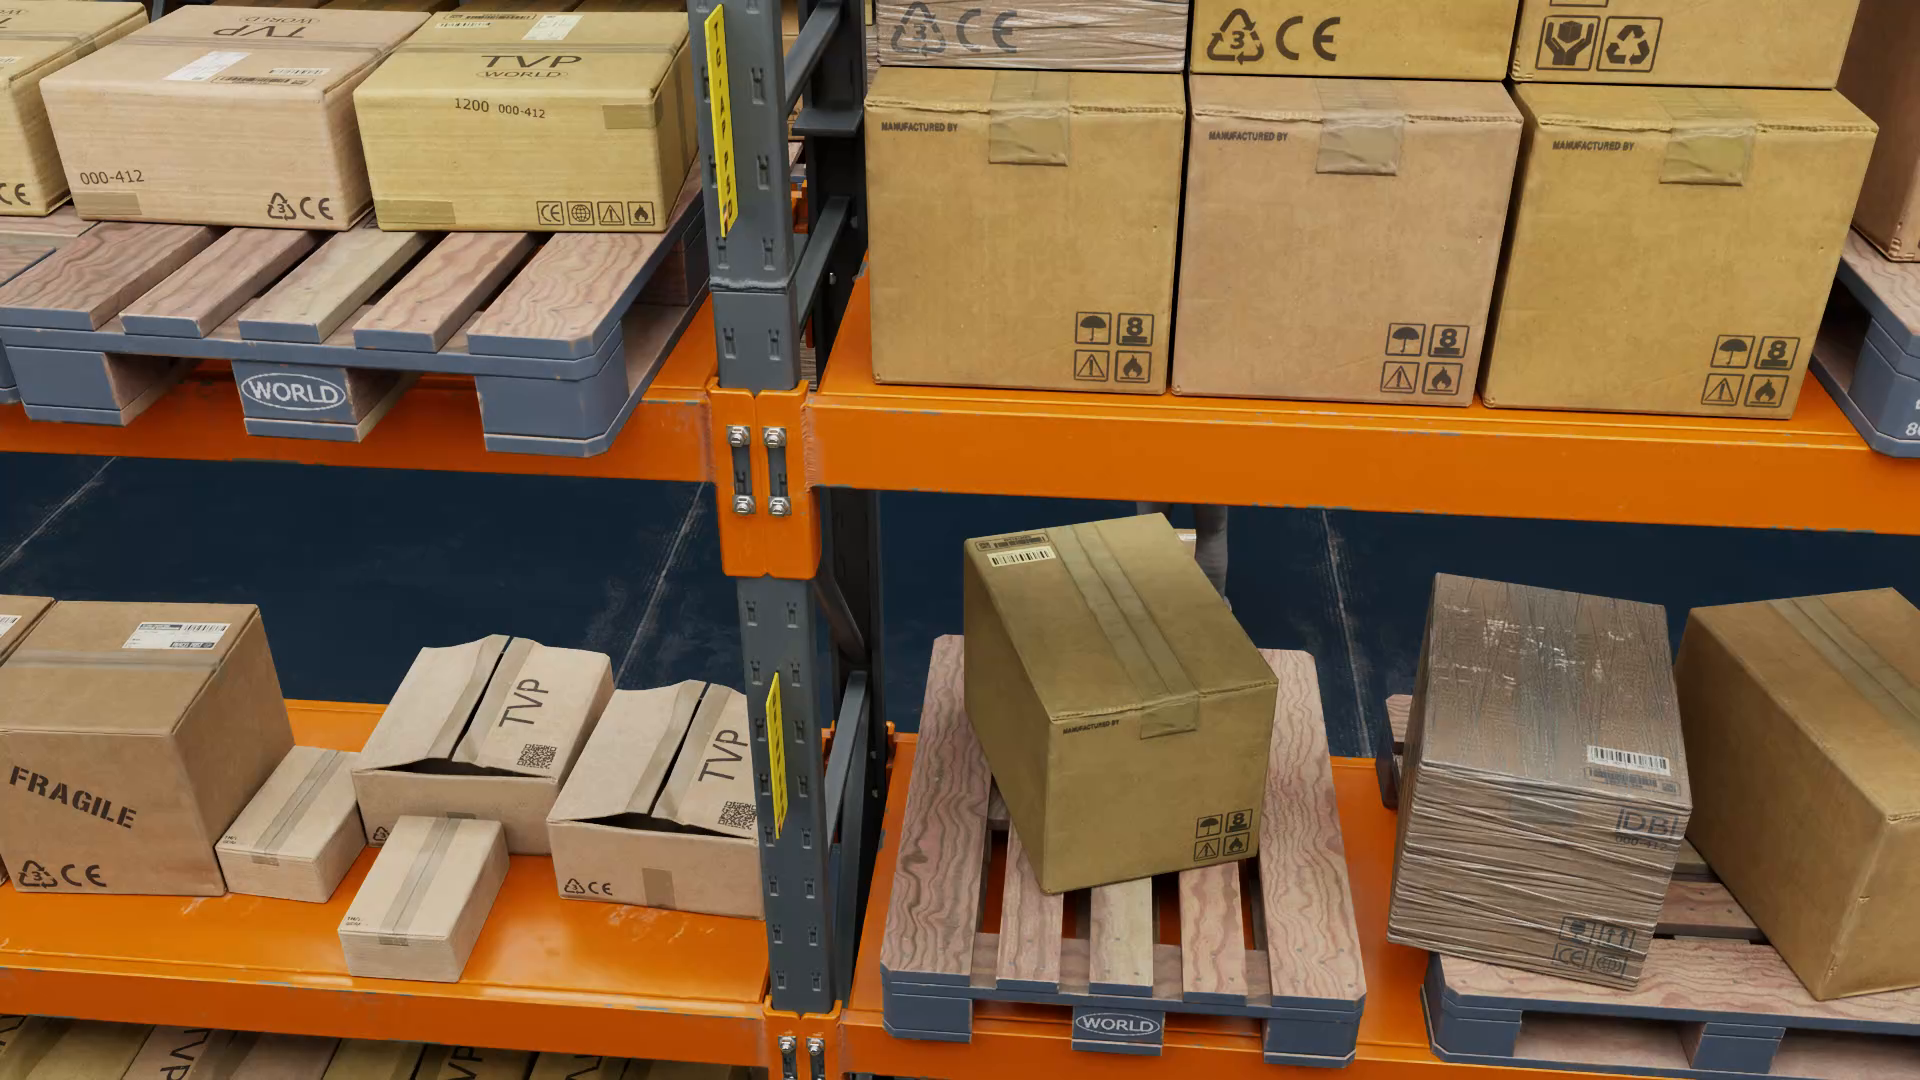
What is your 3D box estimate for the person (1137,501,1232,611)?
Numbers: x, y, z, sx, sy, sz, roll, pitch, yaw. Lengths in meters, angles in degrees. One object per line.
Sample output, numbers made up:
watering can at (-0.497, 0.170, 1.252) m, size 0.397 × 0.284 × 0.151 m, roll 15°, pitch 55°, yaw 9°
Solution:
person at (0.908, -0.353, 6.698) m, size 0.522 × 1.659 × 0.397 m, roll 2°, pitch 32°, yaw 3°
